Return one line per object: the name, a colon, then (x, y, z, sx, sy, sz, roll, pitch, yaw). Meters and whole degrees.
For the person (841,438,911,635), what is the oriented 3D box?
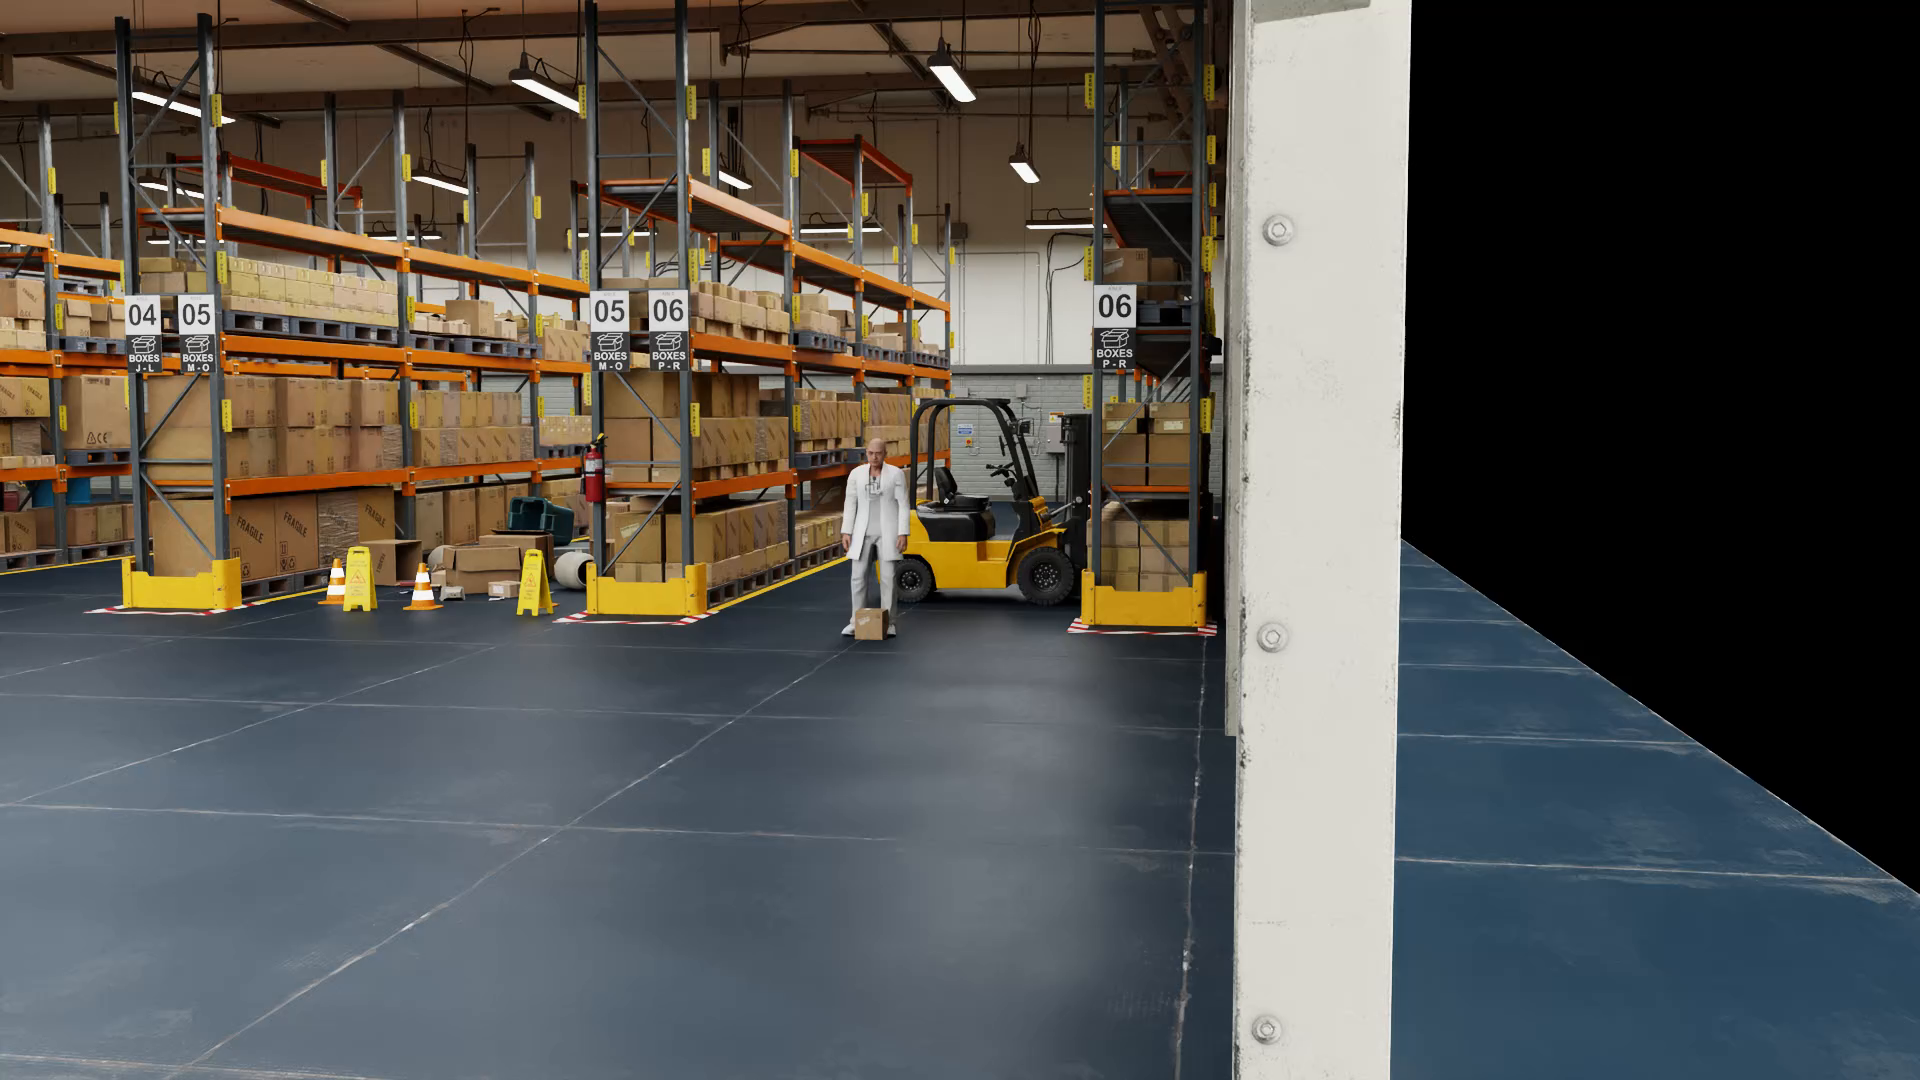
person: (-0.761, 0.031, 15.000, 0.642, 1.648, 0.427, 1, 4, 9)
